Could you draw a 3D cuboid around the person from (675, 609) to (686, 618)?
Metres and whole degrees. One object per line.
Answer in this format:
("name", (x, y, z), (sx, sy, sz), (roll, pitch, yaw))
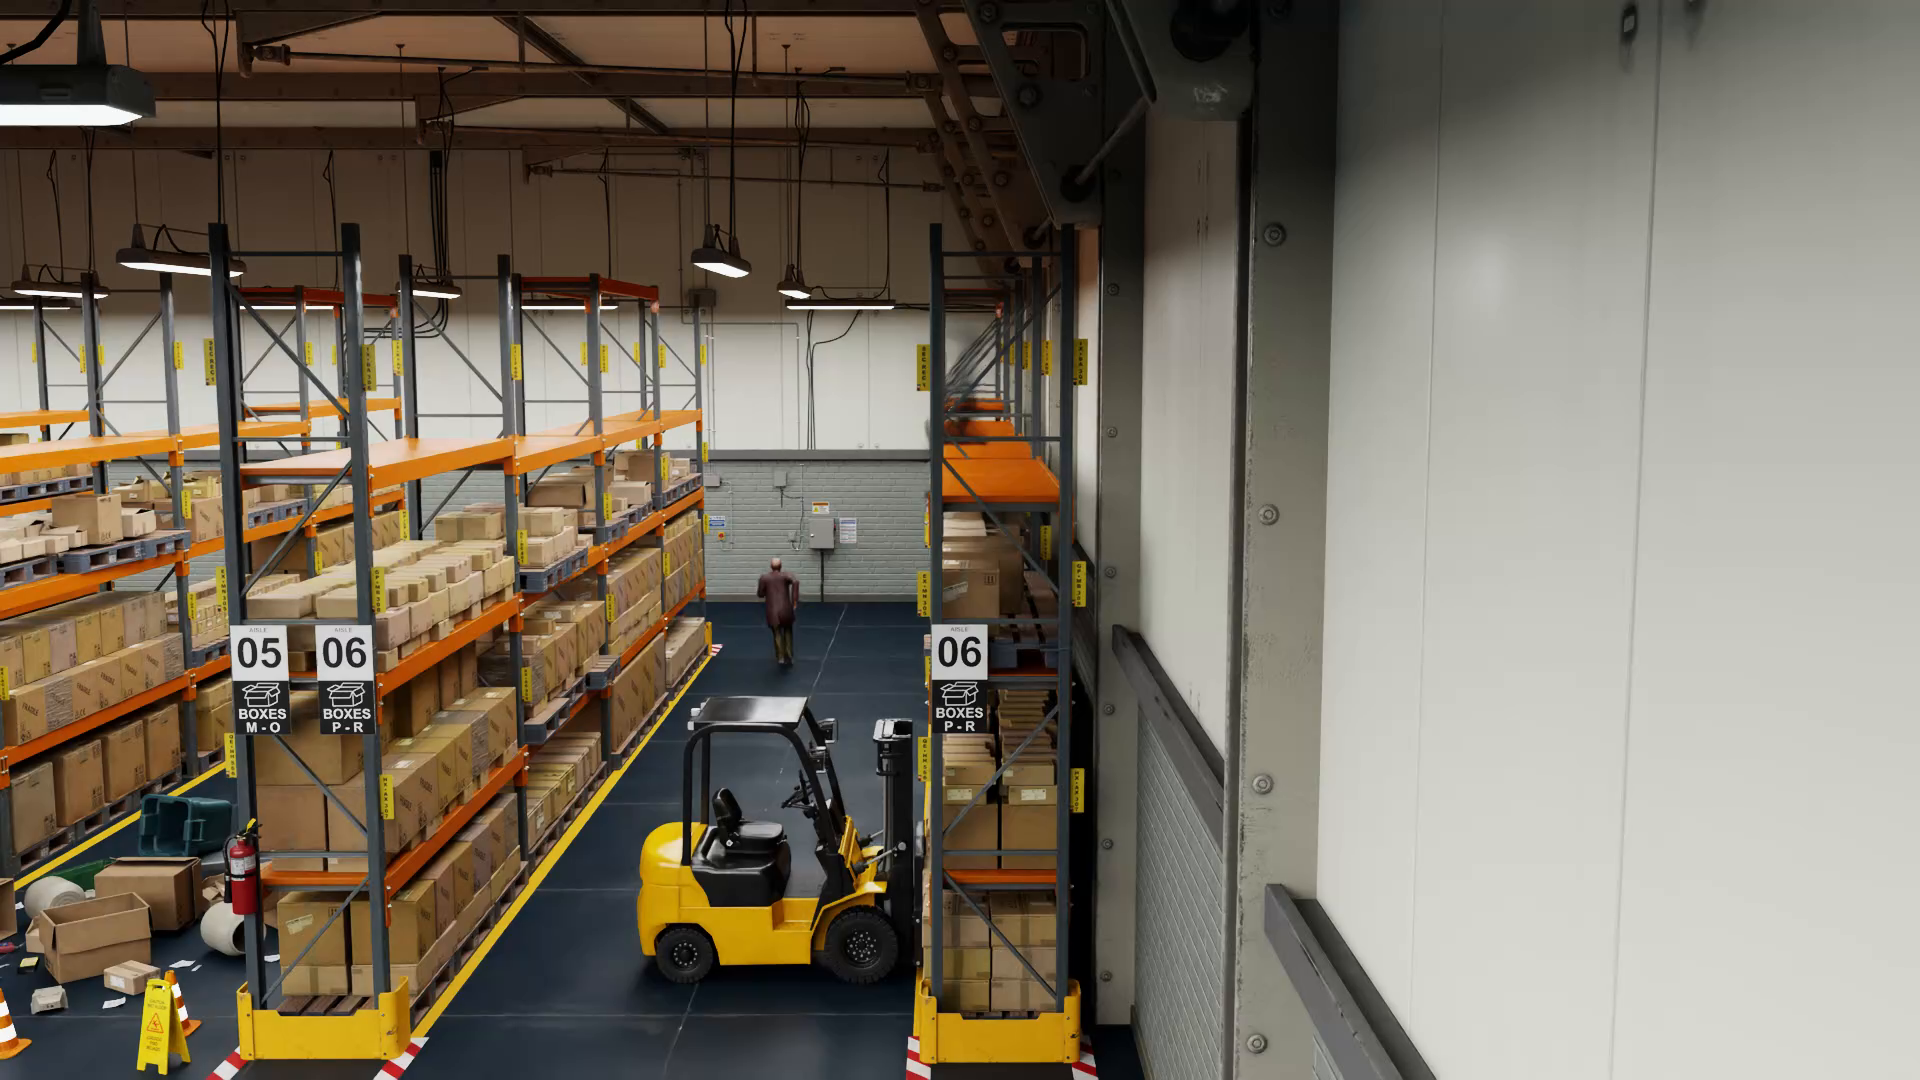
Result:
("person", (-5.520, 0.768, 30.762), (0.836, 1.671, 0.588), (-3, 7, -22))

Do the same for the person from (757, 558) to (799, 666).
("person", (-2.926, 1.215, 26.744), (0.694, 1.837, 0.898), (0, 7, -4))
